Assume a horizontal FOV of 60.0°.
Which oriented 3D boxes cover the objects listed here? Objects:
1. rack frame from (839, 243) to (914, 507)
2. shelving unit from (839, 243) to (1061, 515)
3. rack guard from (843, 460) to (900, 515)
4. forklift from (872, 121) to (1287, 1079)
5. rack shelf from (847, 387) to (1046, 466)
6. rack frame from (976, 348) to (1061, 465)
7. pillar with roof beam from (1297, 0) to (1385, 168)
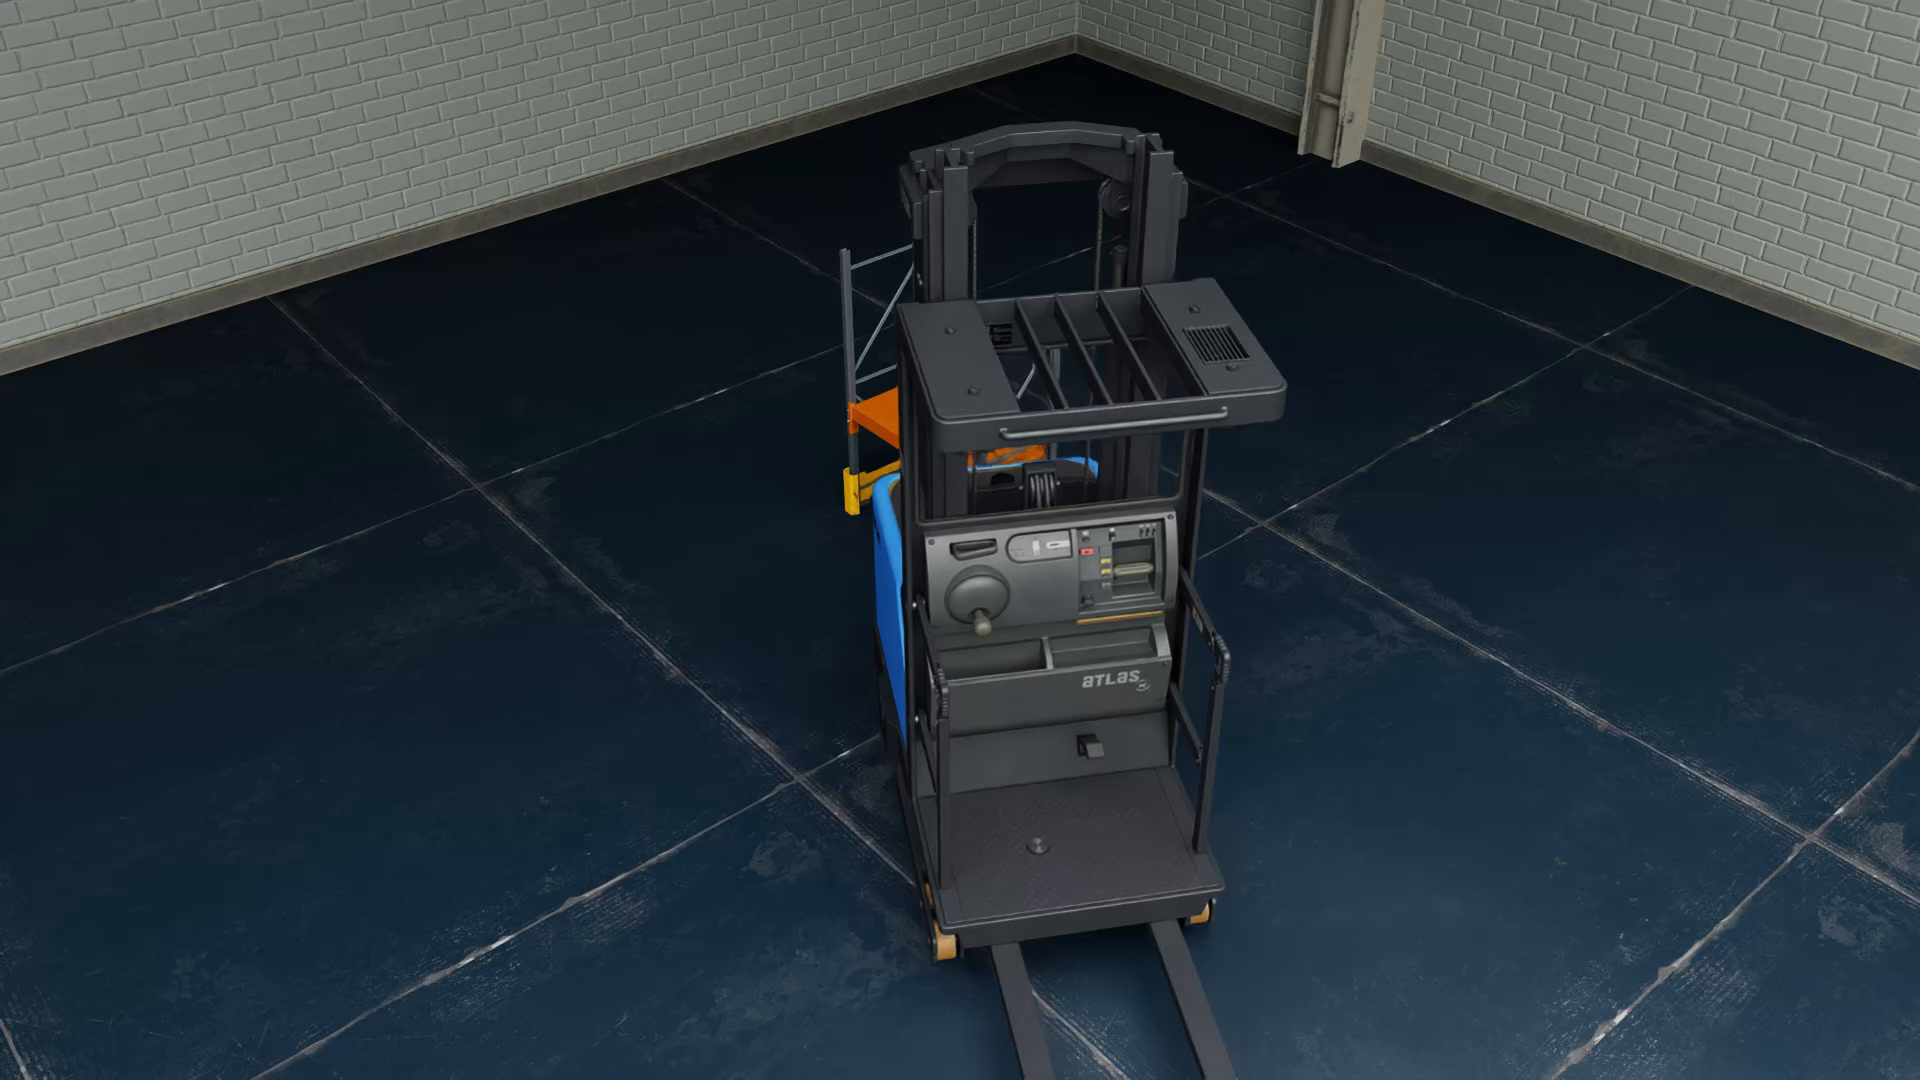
[{"bbox_3d":[-0.383,-0.874,8.588,0.500,1.500,0.032,-26,43,-32],"label":"rack frame"},{"bbox_3d":[-0.049,-0.646,8.265,0.587,1.500,1.083,-26,43,-32],"label":"shelving unit"},{"bbox_3d":[-0.371,-0.356,8.937,0.587,0.250,0.087,-26,43,-32],"label":"rack guard"},{"bbox_3d":[0.378,0.182,5.858,1.130,2.935,3.031,-6,36,-8],"label":"forklift"},{"bbox_3d":[-0.055,-0.503,8.375,0.538,0.185,1.000,-26,43,-32],"label":"rack shelf"},{"bbox_3d":[0.273,-0.425,7.954,0.500,1.500,0.032,-26,43,-32],"label":"rack frame"},{"bbox_3d":[-0.437,-5.036,7.975,9.100,9.000,0.400,-26,43,-32],"label":"pillar with roof beam"}]
